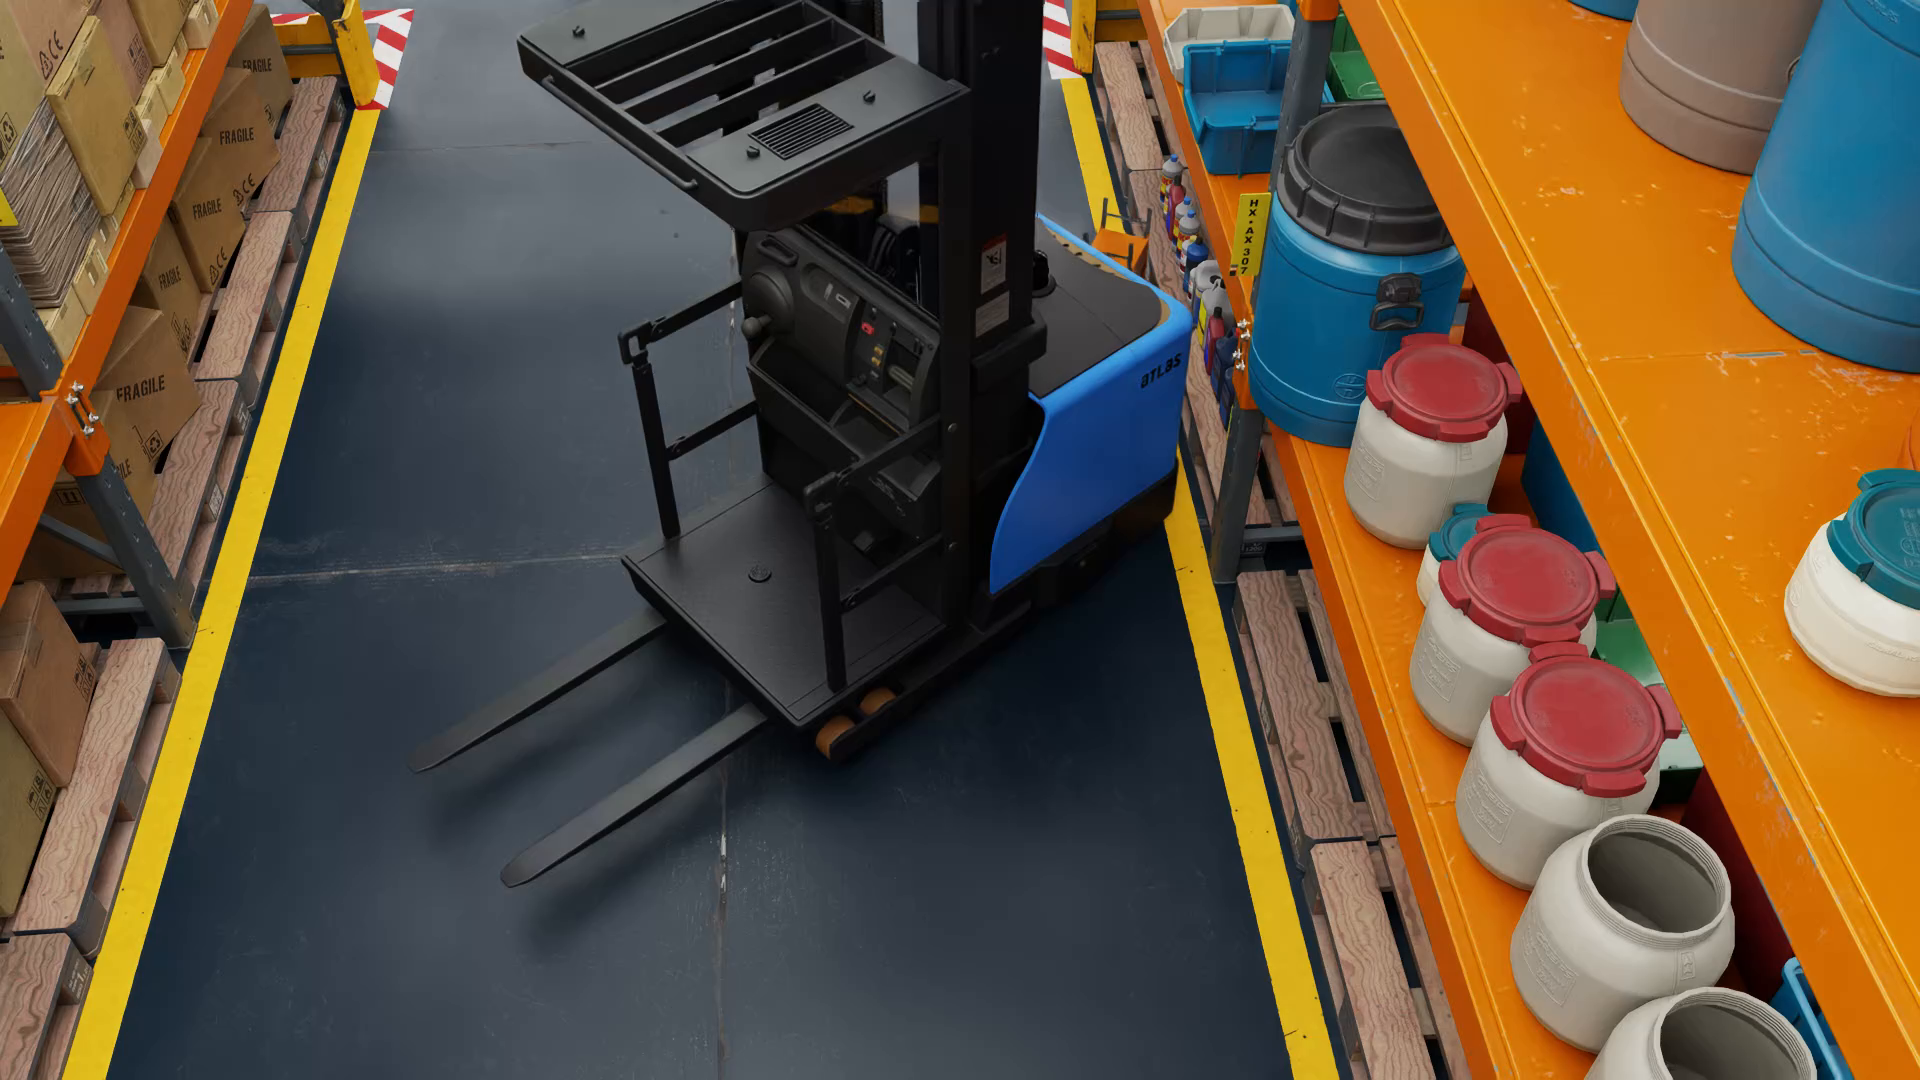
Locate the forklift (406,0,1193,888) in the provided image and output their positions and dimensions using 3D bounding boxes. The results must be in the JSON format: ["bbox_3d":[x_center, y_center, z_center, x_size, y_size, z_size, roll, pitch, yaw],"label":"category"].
[{"bbox_3d":[-0.560,-0.646,5.343,3.031,2.935,1.130,-33,55,-27],"label":"forklift"}]

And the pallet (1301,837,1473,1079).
[{"bbox_3d":[1.705,1.484,5.199,1.003,0.211,1.213,-3,47,-3],"label":"pallet"}]

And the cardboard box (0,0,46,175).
[{"bbox_3d":[-3.224,-1.446,5.091,0.500,0.500,0.500,-3,47,-3],"label":"cardboard box"}]

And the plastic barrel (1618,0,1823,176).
[{"bbox_3d":[1.809,-1.301,3.505,0.600,0.901,0.600,0,47,0],"label":"plastic barrel"}]

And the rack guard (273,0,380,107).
[{"bbox_3d":[-3.768,-2.604,8.872,1.175,0.500,0.348,-3,47,-3],"label":"rack guard"}]

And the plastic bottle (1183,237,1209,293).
[{"bbox_3d":[1.056,-1.235,7.430,0.097,0.271,0.097,0,47,0],"label":"plastic bottle"}]

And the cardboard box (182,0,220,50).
[{"bbox_3d":[-3.315,-2.159,6.902,0.380,0.149,0.250,-3,47,-3],"label":"cardboard box"}]

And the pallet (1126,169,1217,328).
[{"bbox_3d":[1.376,-1.340,7.873,1.003,0.211,1.213,-3,47,-3],"label":"pallet"}]

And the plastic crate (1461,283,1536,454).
[{"bbox_3d":[1.841,-0.616,5.223,0.402,0.464,0.583,-3,47,-3],"label":"plastic crate"}]

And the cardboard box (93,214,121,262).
[{"bbox_3d":[-3.215,-1.073,5.873,0.380,0.149,0.250,-3,47,-3],"label":"cardboard box"}]

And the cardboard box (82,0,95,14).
[{"bbox_3d":[-3.309,-2.169,5.776,0.500,0.500,0.500,-3,47,-3],"label":"cardboard box"}]

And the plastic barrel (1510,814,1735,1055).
[{"bbox_3d":[1.496,0.894,3.760,0.421,0.512,0.421,0,47,0],"label":"plastic barrel"}]

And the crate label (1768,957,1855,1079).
[{"bbox_3d":[2.017,1.221,3.503,0.502,0.435,0.616,-3,47,-3],"label":"crate label"}]

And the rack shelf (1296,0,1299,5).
[{"bbox_3d":[1.328,-3.156,6.103,1.077,0.370,4.000,-3,47,-3],"label":"rack shelf"}]

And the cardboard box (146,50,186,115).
[{"bbox_3d":[-3.297,-1.796,6.558,0.380,0.149,0.250,-3,47,-3],"label":"cardboard box"}]

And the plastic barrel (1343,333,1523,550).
[{"bbox_3d":[1.357,-0.267,4.843,0.433,0.535,0.433,0,47,0],"label":"plastic barrel"}]

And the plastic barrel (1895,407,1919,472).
[{"bbox_3d":[1.923,-0.291,2.598,0.600,0.830,0.708,-3,47,-3],"label":"plastic barrel"}]

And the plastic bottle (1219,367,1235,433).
[{"bbox_3d":[1.155,-0.614,6.787,0.144,0.351,0.185,-5,47,-4],"label":"plastic bottle"}]

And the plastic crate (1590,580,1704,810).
[{"bbox_3d":[1.923,0.390,4.460,0.450,0.188,0.662,-3,47,-3],"label":"plastic crate"}]

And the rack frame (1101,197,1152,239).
[{"bbox_3d":[0.656,-0.970,6.942,0.200,1.050,0.008,16,49,14],"label":"rack frame"}]

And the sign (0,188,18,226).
[{"bbox_3d":[-2.887,-1.059,4.889,0.100,0.325,0.005,-3,47,-3],"label":"sign"}]

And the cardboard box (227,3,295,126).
[{"bbox_3d":[-3.739,-2.350,8.342,0.500,0.500,0.500,4,47,4],"label":"cardboard box"}]

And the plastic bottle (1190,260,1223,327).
[{"bbox_3d":[1.102,-1.079,7.279,0.152,0.276,0.135,-3,47,-3],"label":"plastic bottle"}]

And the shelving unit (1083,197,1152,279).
[{"bbox_3d":[0.611,-0.887,6.864,0.215,1.050,0.252,16,49,14],"label":"shelving unit"}]

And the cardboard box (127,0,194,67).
[{"bbox_3d":[-3.566,-2.174,6.469,0.875,0.500,0.500,-3,47,-3],"label":"cardboard box"}]

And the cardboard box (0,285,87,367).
[{"bbox_3d":[-3.158,-0.712,5.531,0.380,0.149,0.250,-3,47,-3],"label":"cardboard box"}]

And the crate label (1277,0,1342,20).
[{"bbox_3d":[1.584,-2.516,7.043,0.502,0.435,0.616,-3,47,-3],"label":"crate label"}]

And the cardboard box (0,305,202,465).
[{"bbox_3d":[-3.489,-0.615,6.699,0.500,0.500,0.500,10,47,9],"label":"cardboard box"}]

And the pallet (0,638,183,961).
[{"bbox_3d":[-3.373,0.898,5.754,1.003,0.211,1.213,-3,47,-3],"label":"pallet"}]

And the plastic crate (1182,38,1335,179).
[{"bbox_3d":[1.133,-1.658,6.357,0.499,0.251,0.616,-3,47,-3],"label":"plastic crate"}]

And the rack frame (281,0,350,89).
[{"bbox_3d":[-3.775,-3.518,8.016,1.000,3.000,0.127,-3,47,-3],"label":"rack frame"}]

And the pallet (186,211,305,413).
[{"bbox_3d":[-3.637,-1.034,7.584,1.003,0.211,1.213,-3,47,-3],"label":"pallet"}]

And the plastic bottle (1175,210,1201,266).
[{"bbox_3d":[1.039,-1.381,7.568,0.097,0.271,0.097,0,47,0],"label":"plastic bottle"}]

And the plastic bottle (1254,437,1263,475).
[{"bbox_3d":[1.155,-0.358,6.647,0.097,0.201,0.097,0,47,0],"label":"plastic bottle"}]

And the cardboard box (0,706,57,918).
[{"bbox_3d":[-3.389,0.876,5.273,0.700,0.500,0.500,-4,47,-4],"label":"cardboard box"}]

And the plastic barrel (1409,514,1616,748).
[{"bbox_3d":[1.419,0.264,4.340,0.433,0.535,0.433,0,47,0],"label":"plastic barrel"}]

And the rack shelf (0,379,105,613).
[{"bbox_3d":[-3.272,1.070,4.166,1.077,0.370,4.000,-3,47,-3],"label":"rack shelf"}]

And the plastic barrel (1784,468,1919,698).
[{"bbox_3d":[1.492,0.079,2.639,0.301,0.262,0.301,0,47,0],"label":"plastic barrel"}]

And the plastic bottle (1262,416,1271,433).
[{"bbox_3d":[1.298,-0.623,6.795,0.144,0.351,0.185,-3,47,-3],"label":"plastic bottle"}]

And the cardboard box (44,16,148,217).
[{"bbox_3d":[-3.423,-1.454,5.788,0.875,0.500,0.500,-3,47,-3],"label":"cardboard box"}]

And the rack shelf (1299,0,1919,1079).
[{"bbox_3d":[1.663,-0.262,3.362,1.077,0.370,4.000,-3,47,-3],"label":"rack shelf"}]

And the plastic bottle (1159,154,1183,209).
[{"bbox_3d":[1.002,-1.702,7.872,0.097,0.271,0.097,0,47,0],"label":"plastic bottle"}]

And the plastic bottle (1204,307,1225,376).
[{"bbox_3d":[1.083,-0.845,7.052,0.061,0.283,0.133,-1,47,-1],"label":"plastic bottle"}]

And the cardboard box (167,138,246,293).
[{"bbox_3d":[-3.621,-1.466,7.505,0.500,0.500,0.500,0,47,0],"label":"cardboard box"}]

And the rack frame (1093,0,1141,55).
[{"bbox_3d":[1.161,-3.819,8.301,1.000,3.000,0.127,-3,47,-3],"label":"rack frame"}]

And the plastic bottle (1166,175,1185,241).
[{"bbox_3d":[1.003,-1.541,7.711,0.061,0.283,0.133,-3,47,-3],"label":"plastic bottle"}]

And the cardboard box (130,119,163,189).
[{"bbox_3d":[-3.225,-1.436,6.217,0.380,0.149,0.250,-3,47,-3],"label":"cardboard box"}]

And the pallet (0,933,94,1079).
[{"bbox_3d":[-3.268,1.782,4.916,1.003,0.211,1.213,-3,47,-3],"label":"pallet"}]
